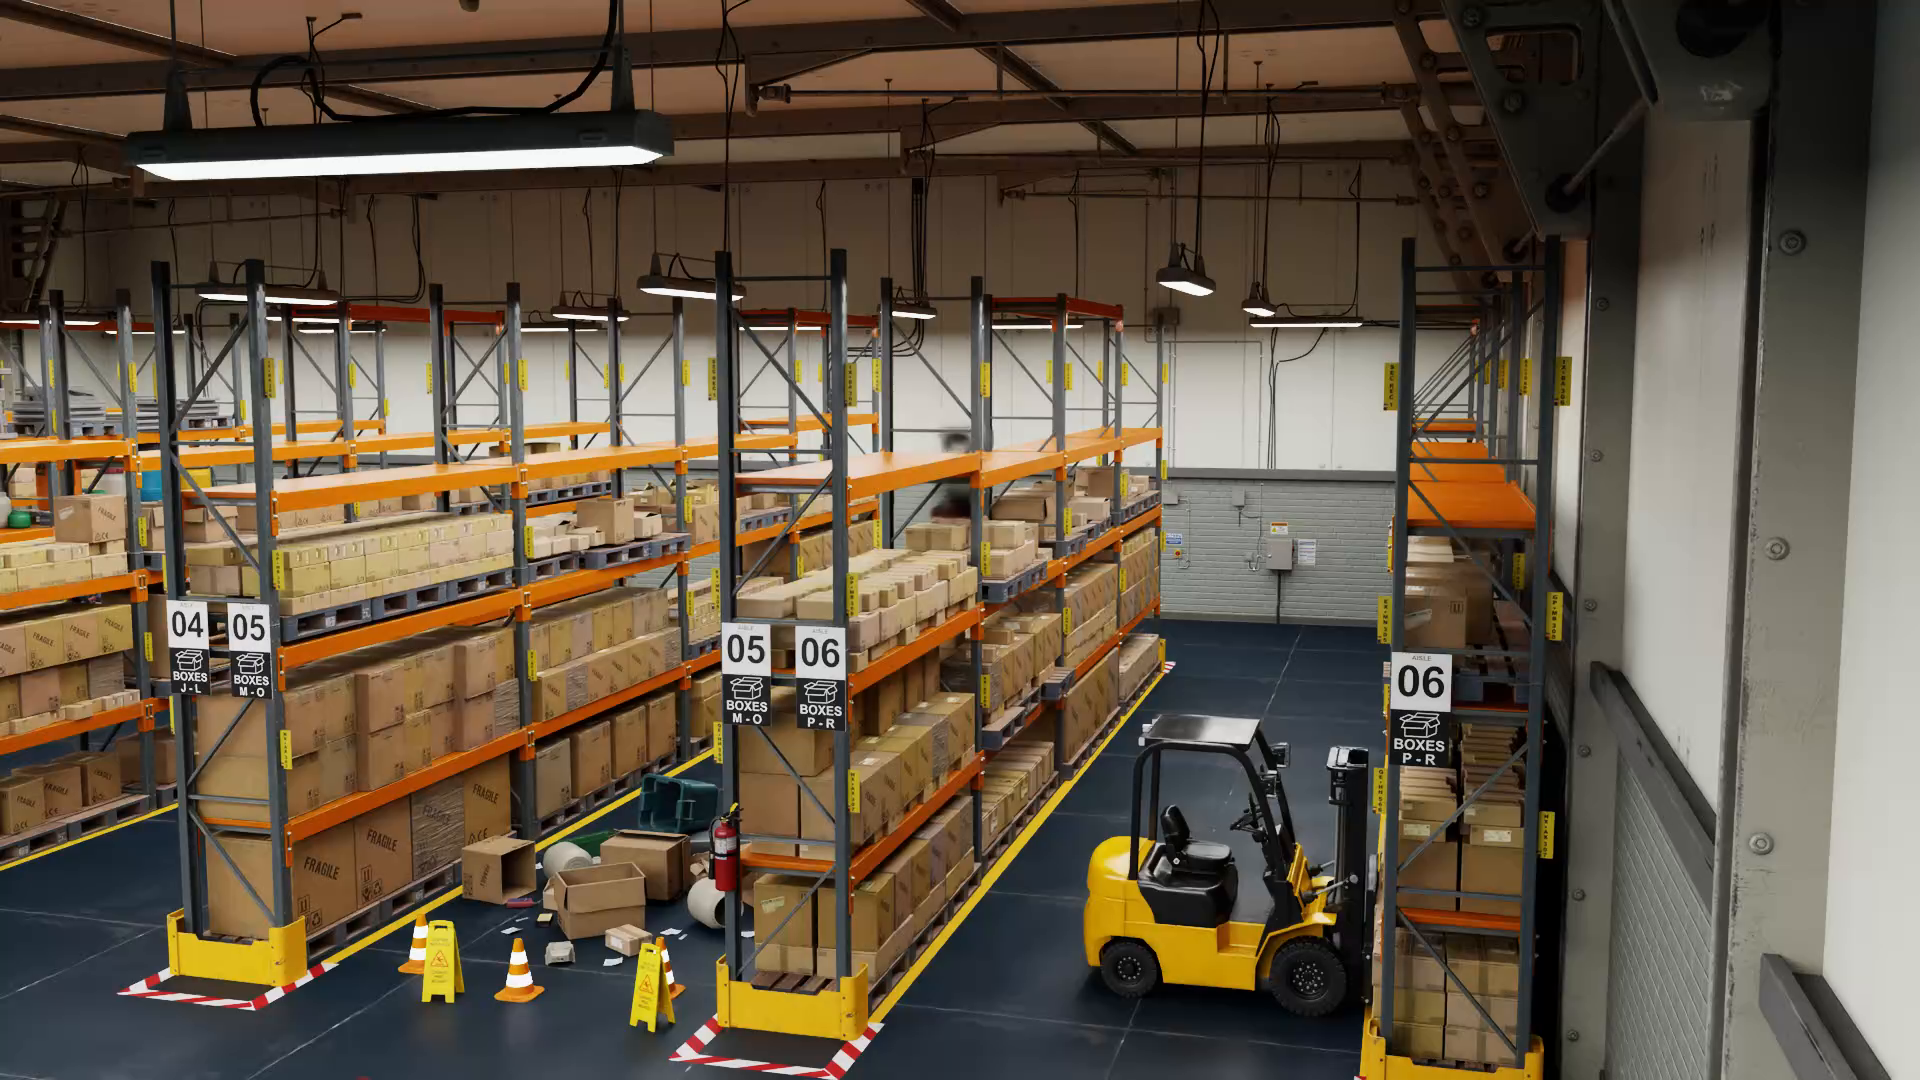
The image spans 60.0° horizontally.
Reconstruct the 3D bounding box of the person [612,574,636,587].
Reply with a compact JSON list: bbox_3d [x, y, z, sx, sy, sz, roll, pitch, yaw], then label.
[{"bbox_3d":[-6.623,0.897,32.150,0.713,1.767,0.701,2,6,21],"label":"person"}]
